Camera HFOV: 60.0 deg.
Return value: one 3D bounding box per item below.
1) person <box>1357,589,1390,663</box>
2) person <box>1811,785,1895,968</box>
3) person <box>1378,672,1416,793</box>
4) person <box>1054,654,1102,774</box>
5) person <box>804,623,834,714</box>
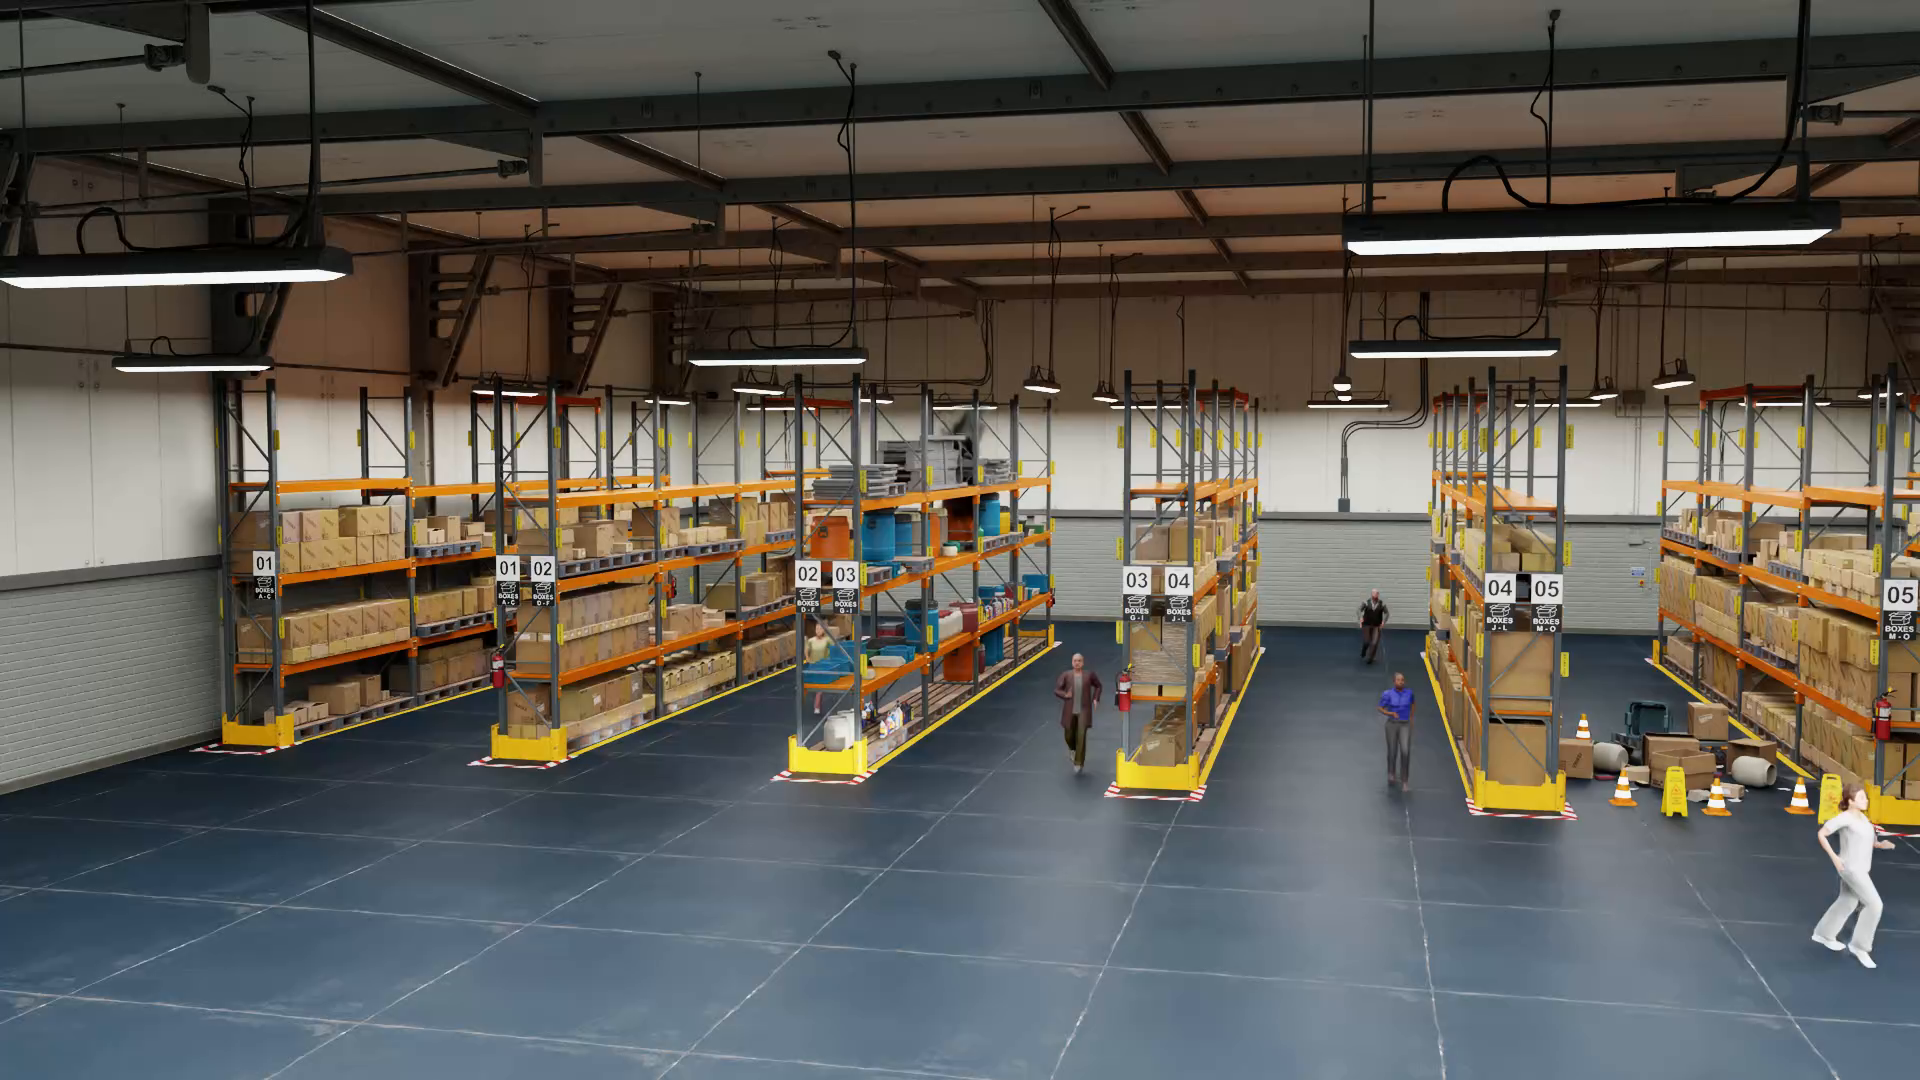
[{"bbox_3d":[9.295,1.932,37.402,0.707,1.681,0.591,1,3,10],"label":"person"},{"bbox_3d":[8.576,3.208,15.983,0.531,1.721,0.738,-3,5,-43],"label":"person"},{"bbox_3d":[6.296,2.751,23.952,0.563,1.716,0.763,0,3,8],"label":"person"},{"bbox_3d":[1.785,2.606,25.202,0.717,1.743,1.005,1,3,9],"label":"person"},{"bbox_3d":[-2.582,2.343,30.590,0.596,1.633,0.762,0,3,1],"label":"person"}]
